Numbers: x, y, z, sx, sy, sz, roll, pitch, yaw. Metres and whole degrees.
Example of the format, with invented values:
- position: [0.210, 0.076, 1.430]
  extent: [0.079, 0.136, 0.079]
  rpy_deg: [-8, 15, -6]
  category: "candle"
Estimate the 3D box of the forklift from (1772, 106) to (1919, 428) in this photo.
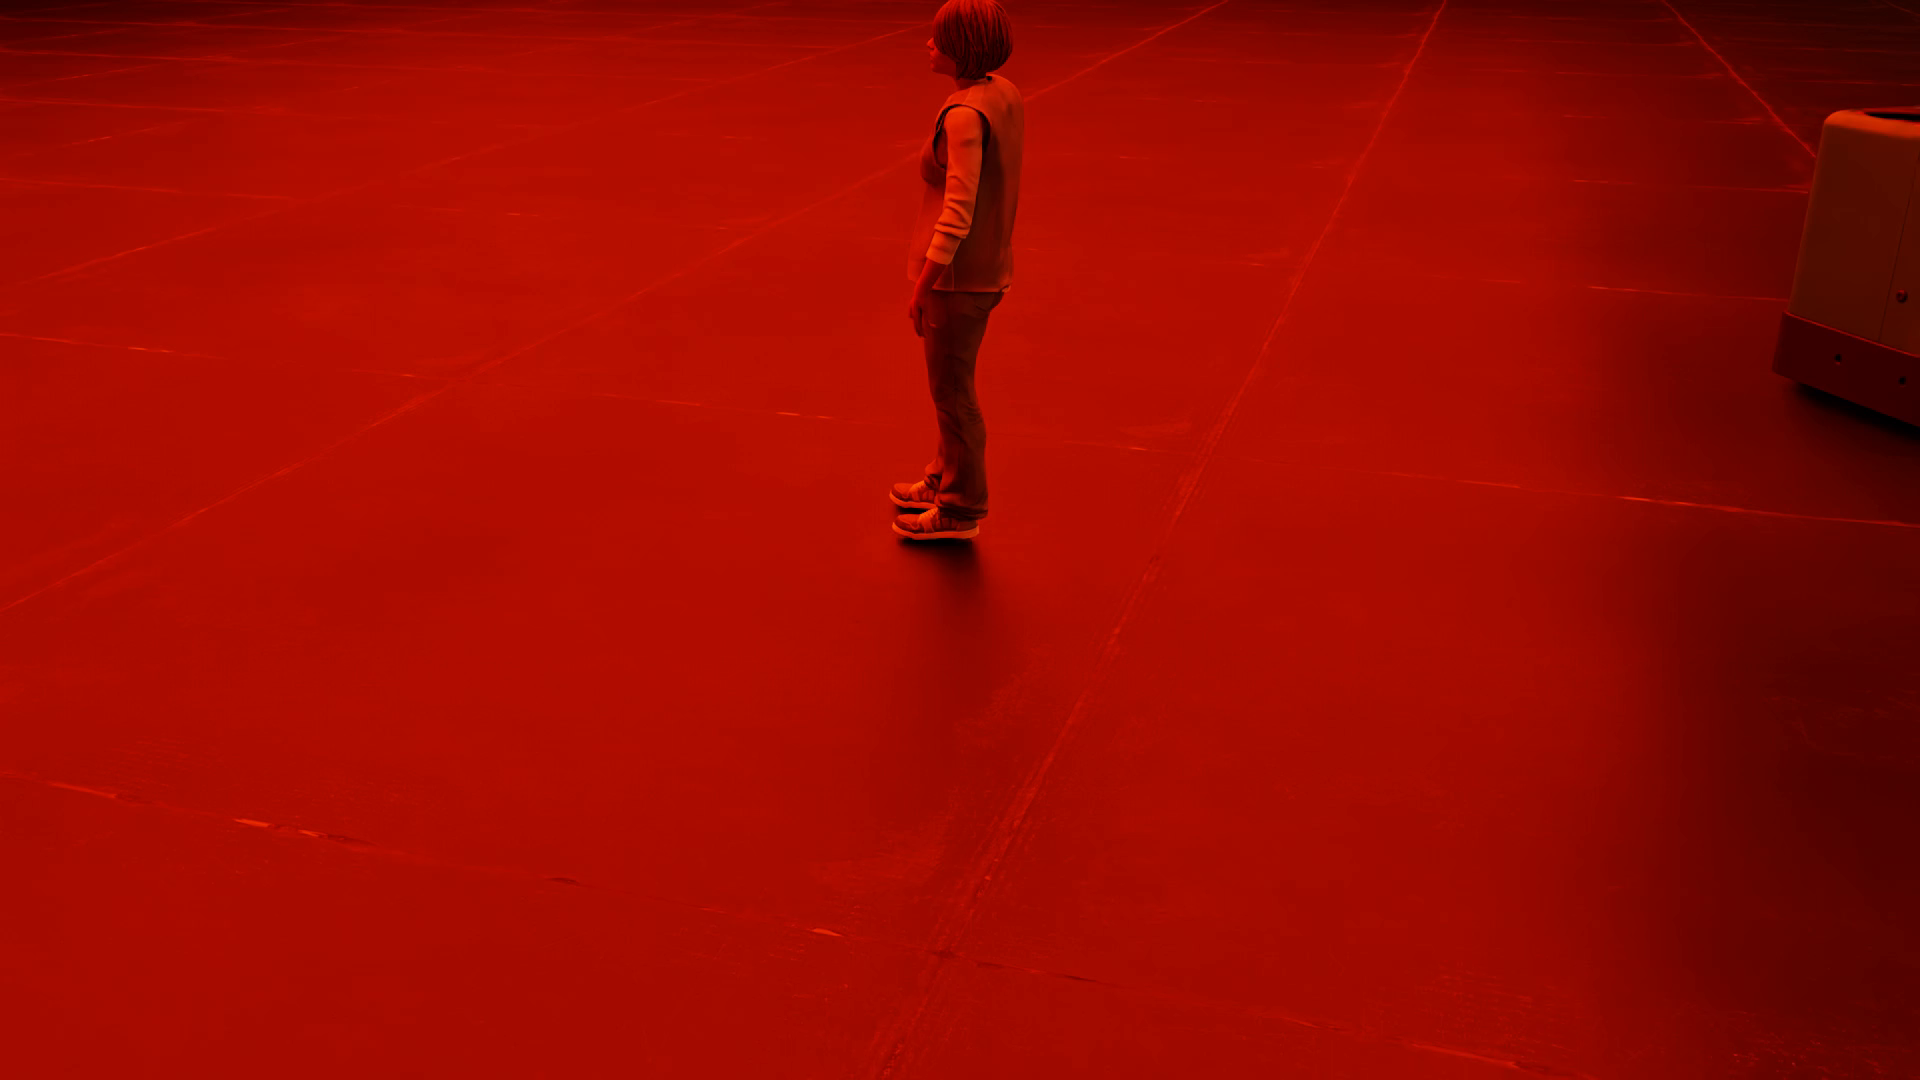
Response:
- position: [4.769, -1.954, 6.013]
  extent: [3.031, 2.935, 1.130]
  rpy_deg: [-7, 23, -16]
  category: "forklift"

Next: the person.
- position: [-0.066, -0.759, 4.846]
  extent: [0.475, 1.597, 0.520]
  rpy_deg: [7, 23, 16]
  category: "person"
